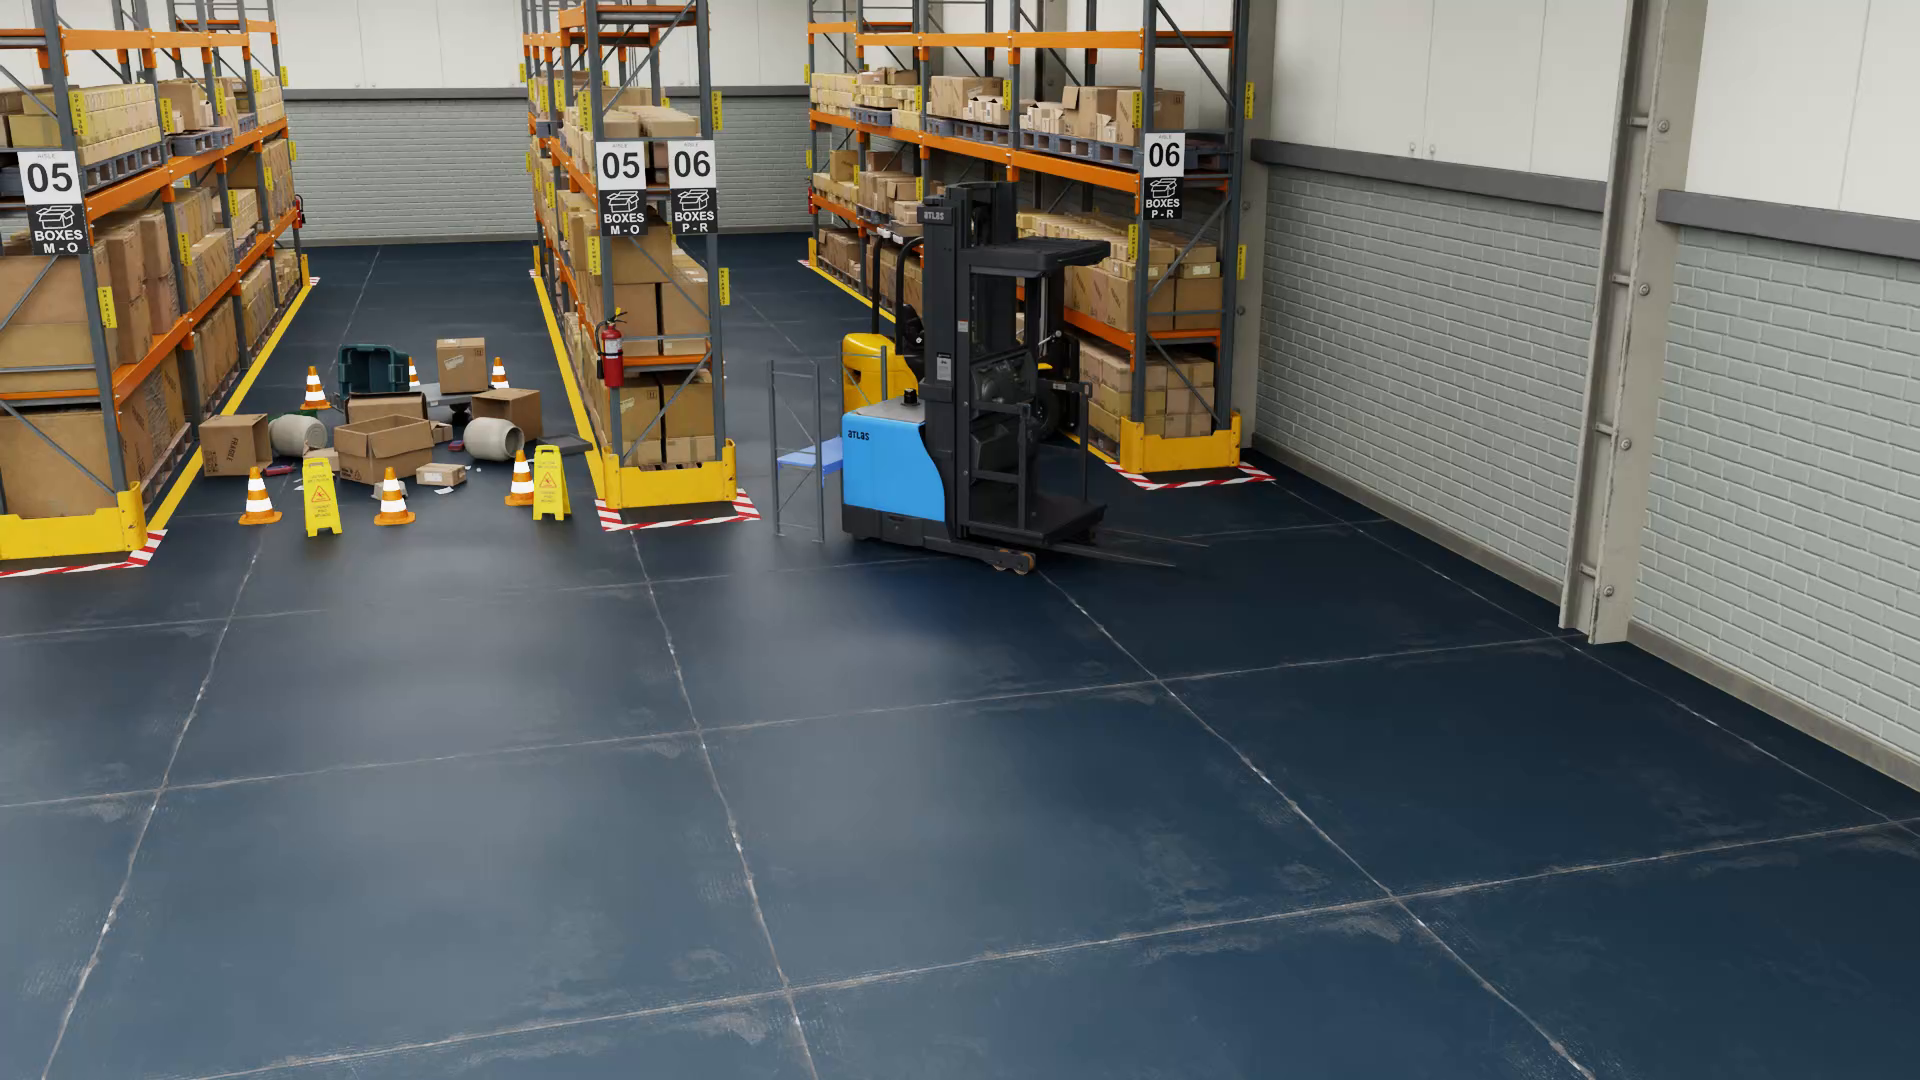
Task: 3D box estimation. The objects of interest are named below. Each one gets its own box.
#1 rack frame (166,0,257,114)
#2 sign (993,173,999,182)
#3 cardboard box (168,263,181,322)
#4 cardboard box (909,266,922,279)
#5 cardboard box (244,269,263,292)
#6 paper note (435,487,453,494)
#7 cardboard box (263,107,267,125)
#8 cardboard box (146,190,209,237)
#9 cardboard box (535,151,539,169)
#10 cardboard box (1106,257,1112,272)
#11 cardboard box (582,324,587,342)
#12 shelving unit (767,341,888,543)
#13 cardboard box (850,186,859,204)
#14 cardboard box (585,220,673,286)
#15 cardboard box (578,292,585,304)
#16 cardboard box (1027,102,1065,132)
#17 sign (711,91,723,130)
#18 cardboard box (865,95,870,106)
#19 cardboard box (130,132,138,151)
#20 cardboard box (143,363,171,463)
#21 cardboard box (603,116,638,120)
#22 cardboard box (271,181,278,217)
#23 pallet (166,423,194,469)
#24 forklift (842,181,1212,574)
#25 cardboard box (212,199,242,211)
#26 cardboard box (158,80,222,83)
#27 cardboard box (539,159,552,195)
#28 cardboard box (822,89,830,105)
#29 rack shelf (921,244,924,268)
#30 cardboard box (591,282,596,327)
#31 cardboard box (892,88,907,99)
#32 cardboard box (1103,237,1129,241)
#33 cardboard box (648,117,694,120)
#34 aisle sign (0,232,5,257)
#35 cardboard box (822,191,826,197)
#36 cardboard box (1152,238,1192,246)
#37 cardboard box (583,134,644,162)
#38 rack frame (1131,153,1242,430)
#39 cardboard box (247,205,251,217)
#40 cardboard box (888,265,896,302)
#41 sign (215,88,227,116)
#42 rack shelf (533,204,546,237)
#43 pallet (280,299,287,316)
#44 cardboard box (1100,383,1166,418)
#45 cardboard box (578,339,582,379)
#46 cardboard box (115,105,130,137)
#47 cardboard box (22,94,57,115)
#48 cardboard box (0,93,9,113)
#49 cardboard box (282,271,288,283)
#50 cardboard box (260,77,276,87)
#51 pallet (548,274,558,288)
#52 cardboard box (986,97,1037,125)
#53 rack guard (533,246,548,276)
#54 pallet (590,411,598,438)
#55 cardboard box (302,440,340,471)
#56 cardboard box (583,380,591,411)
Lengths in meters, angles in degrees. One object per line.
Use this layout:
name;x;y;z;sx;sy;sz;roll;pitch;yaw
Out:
rack frame;-10.642;-7.555;23.460;1.000;3.000;0.127;-5;17;-15
sign;0.493;-4.987;23.328;0.100;0.325;0.005;-5;17;-15
cardboard box;-8.331;-2.439;16.598;0.875;0.550;0.550;-5;17;-15
cardboard box;-0.524;-3.892;24.183;0.380;0.149;0.250;-6;18;-18
cardboard box;-9.907;-3.570;22.936;0.500;0.250;0.500;-6;18;-18
paper note;-4.787;-0.464;15.443;0.148;0.019;0.142;-12;20;-34
cardboard box;-10.662;-6.333;24.868;0.500;0.250;0.500;-5;17;-16
cardboard box;-9.289;-3.837;19.600;0.700;0.500;0.500;-5;17;-16
cardboard box;-6.587;-6.017;26.859;0.500;0.500;0.500;-4;17;-15
cardboard box;1.683;-2.752;16.599;0.380;0.149;0.250;-4;17;-14
cardboard box;-3.833;-2.218;17.741;0.380;0.149;0.250;-4;17;-14
shelving unit;-1.104;-0.858;14.193;0.538;1.500;1.048;9;19;29
cardboard box;-1.514;-5.687;27.413;0.500;0.250;0.500;-4;17;-14
cardboard box;-2.963;-2.575;14.881;0.700;0.500;0.500;-5;17;-17
cardboard box;-3.934;-2.655;18.014;0.380;0.149;0.250;-5;17;-16
cardboard box;1.054;-4.675;18.339;0.500;0.311;0.500;-4;17;-14
sign;-2.091;-3.680;14.255;0.100;0.325;0.005;-5;17;-15
cardboard box;-1.251;-6.732;25.469;0.380;0.149;0.250;-4;17;-14
cardboard box;-7.685;-3.606;15.063;0.380;0.149;0.250;-5;17;-16
cardboard box;-8.087;-1.224;15.775;0.875;0.875;0.875;-5;17;-15
cardboard box;-3.132;-3.768;15.118;0.380;0.149;0.250;-5;17;-15
cardboard box;-10.679;-5.165;25.242;0.500;0.500;0.500;-5;17;-15
pallet;-8.310;-0.917;16.637;1.003;0.211;1.213;-5;17;-15
forklift;0.529;-1.307;13.208;3.031;2.935;1.130;10;20;31
cardboard box;-9.912;-4.517;22.447;0.380;0.149;0.250;-5;17;-16
cardboard box;-10.344;-5.931;22.360;0.797;0.503;0.637;-5;17;-16
cardboard box;-6.066;-5.483;25.080;0.500;0.500;0.500;-4;17;-15
cardboard box;-2.091;-7.682;28.842;0.500;0.250;0.500;-5;17;-17
rack shelf;0.510;-3.490;21.608;1.077;0.370;4.000;-5;17;-15
cardboard box;-3.160;-2.239;15.501;0.500;0.500;0.500;-5;17;-15
cardboard box;-0.776;-6.517;24.269;0.380;0.149;0.250;-5;17;-15
cardboard box;1.665;-2.969;16.804;0.380;0.149;0.250;-5;17;-15
cardboard box;-2.608;-3.737;15.014;0.380;0.149;0.250;-5;17;-15
aisle sign;-7.614;-2.564;12.755;0.394;0.787;0.004;-5;17;-15
cardboard box;-2.298;-6.301;30.152;0.380;0.149;0.250;-4;17;-14
cardboard box;2.146;-2.933;16.683;0.380;0.149;0.250;-4;17;-14
cardboard box;-3.137;-3.549;15.084;0.500;0.250;0.500;-5;17;-16
rack frame;2.159;-2.175;15.979;1.000;3.000;0.127;-5;17;-15
cardboard box;-10.125;-4.593;23.220;0.380;0.149;0.250;-5;18;-17
cardboard box;-0.797;-3.918;25.396;0.500;0.500;0.500;-5;18;-17
sign;-9.007;-5.339;20.261;0.100;0.325;0.005;-5;17;-15
rack shelf;-6.460;-5.310;27.664;1.077;0.370;4.000;-5;17;-15
pallet;-10.861;-3.529;25.334;1.003;0.211;1.213;-5;17;-15
cardboard box;1.724;-1.409;16.608;0.500;0.250;0.500;-5;17;-16
cardboard box;-4.060;-2.174;19.814;0.950;0.372;0.625;-4;17;-12
cardboard box;-7.648;-3.691;14.651;0.500;0.250;0.500;-5;17;-16
cardboard box;-7.130;-3.427;13.079;0.380;0.149;0.250;-5;17;-15
cardboard box;-7.901;-3.516;13.375;0.380;0.149;0.250;-4;17;-14
cardboard box;-10.825;-4.140;26.230;0.380;0.149;0.250;-5;17;-16
cardboard box;-11.146;-7.303;26.535;0.380;0.149;0.250;-4;17;-14
pallet;-6.383;-4.320;27.967;1.003;0.211;1.213;-5;17;-15
cardboard box;0.626;-5.105;19.771;0.500;0.311;0.500;-5;18;-17
rack guard;-7.017;-5.017;29.784;1.175;0.500;0.348;-5;17;-15
pallet;-3.494;-1.370;18.144;1.003;0.211;1.213;-5;17;-15
cardboard box;-6.201;-0.829;16.252;0.396;0.266;0.258;-2;17;-6
cardboard box;-3.810;-1.588;18.073;0.500;0.250;0.500;-6;18;-18
